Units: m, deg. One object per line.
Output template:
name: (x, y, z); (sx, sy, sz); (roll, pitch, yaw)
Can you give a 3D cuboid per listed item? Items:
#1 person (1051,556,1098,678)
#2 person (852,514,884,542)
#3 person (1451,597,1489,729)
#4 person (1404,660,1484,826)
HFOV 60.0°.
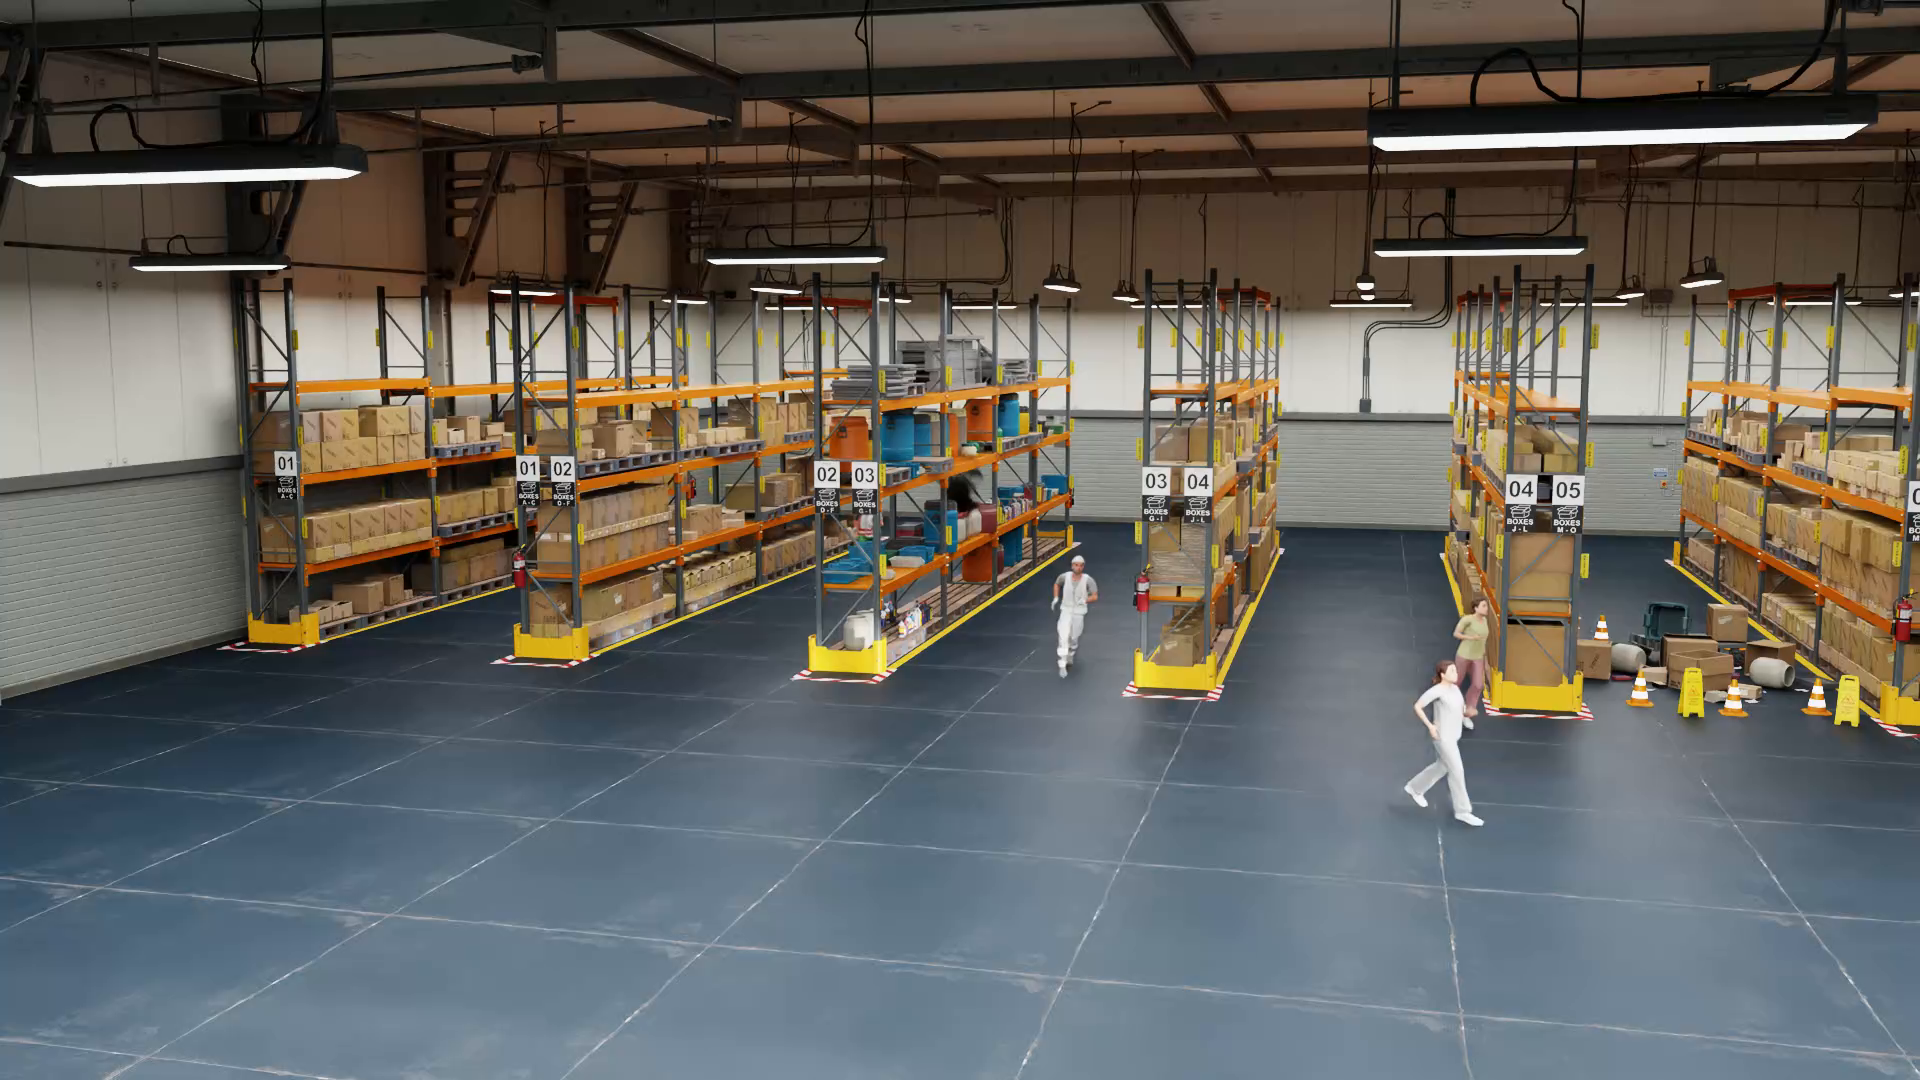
person: (1.729, 1.117, 25.116); (0.700, 1.802, 0.963); (1, 7, 6)
person: (-1.924, -0.087, 34.707); (0.667, 1.695, 0.970); (1, 7, 5)
person: (6.718, 1.570, 21.844); (0.590, 1.674, 0.817); (-2, 7, -14)
person: (5.069, 2.072, 17.377); (0.960, 1.664, 0.560); (7, 10, 44)
